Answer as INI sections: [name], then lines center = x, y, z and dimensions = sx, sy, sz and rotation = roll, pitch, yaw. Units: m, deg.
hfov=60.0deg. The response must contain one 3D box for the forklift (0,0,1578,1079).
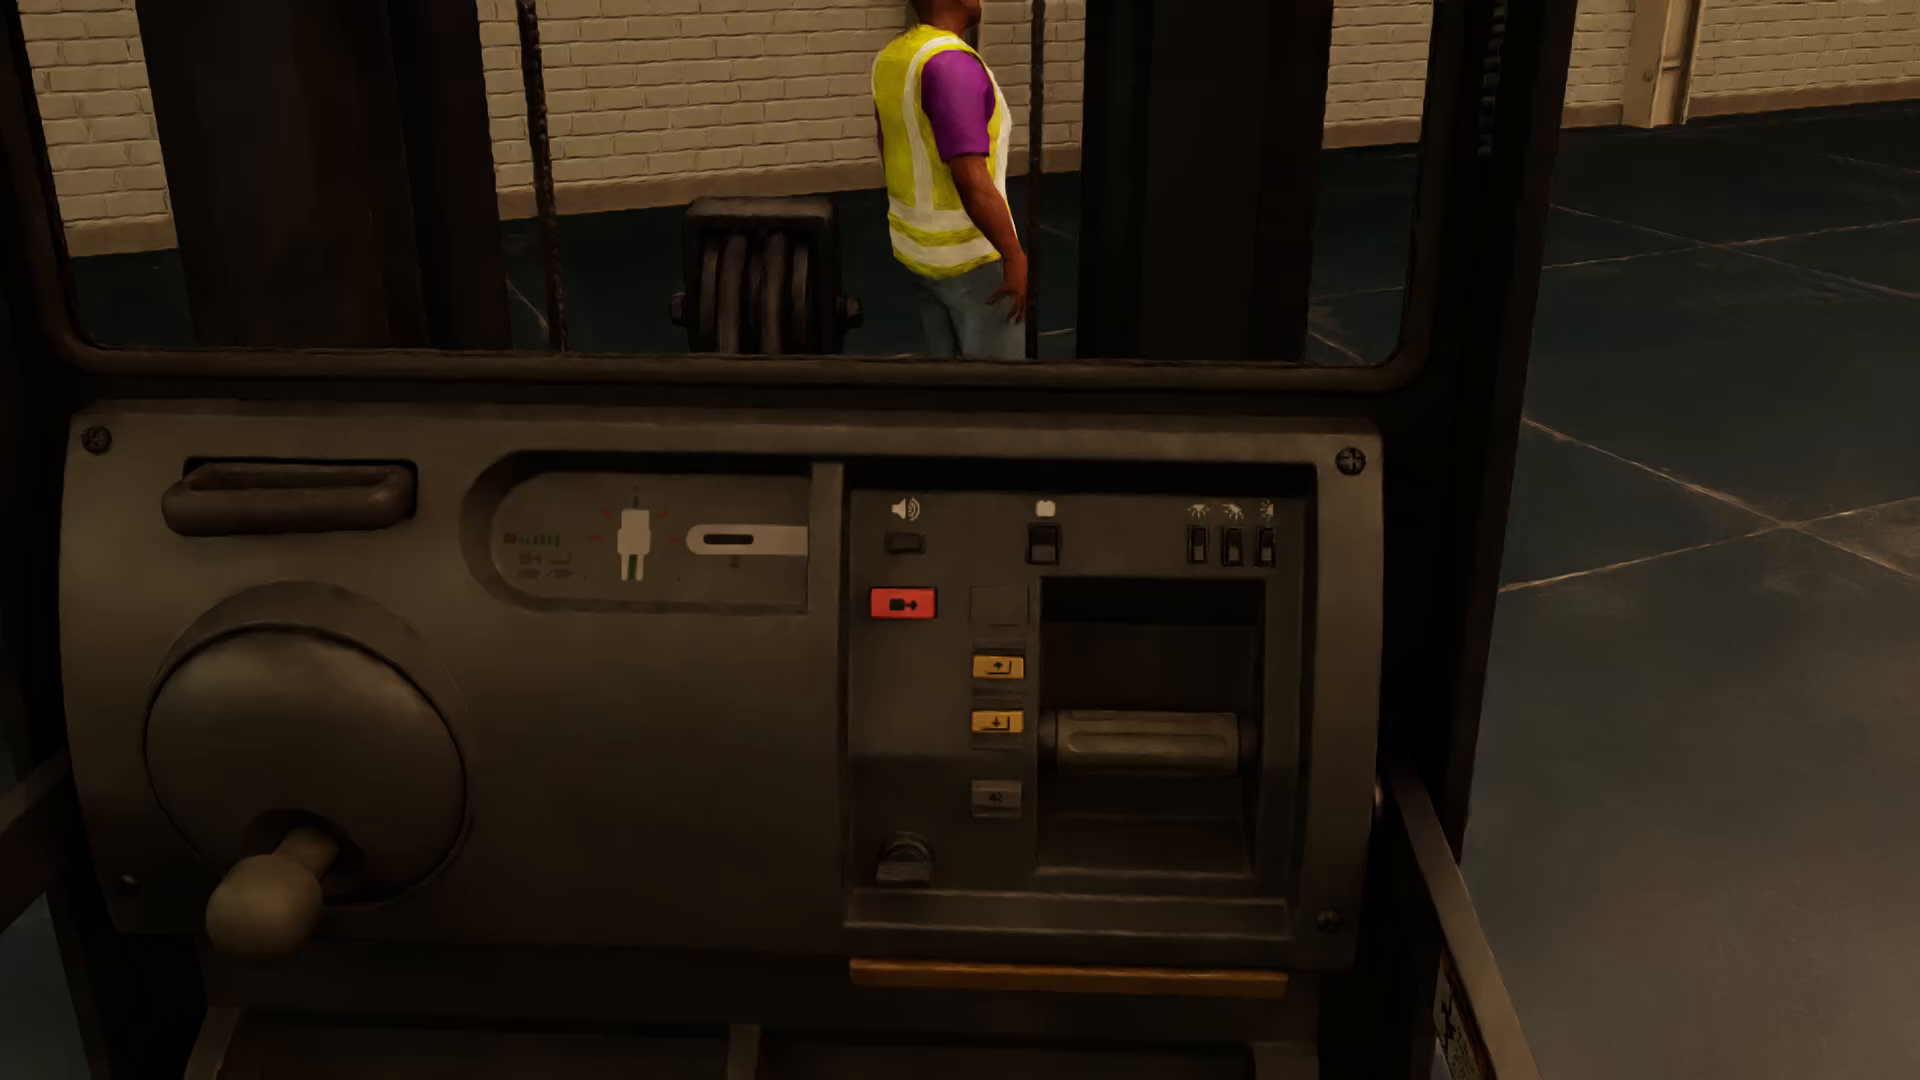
[forklift]
center = -0.182, 0.126, 0.984
dimensions = 1.130, 2.935, 3.031
rotation = 1, 23, 3

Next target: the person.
[person]
center = 0.065, -0.831, 4.788
dimensions = 0.576, 1.766, 0.665
rotation = -10, 25, -23
